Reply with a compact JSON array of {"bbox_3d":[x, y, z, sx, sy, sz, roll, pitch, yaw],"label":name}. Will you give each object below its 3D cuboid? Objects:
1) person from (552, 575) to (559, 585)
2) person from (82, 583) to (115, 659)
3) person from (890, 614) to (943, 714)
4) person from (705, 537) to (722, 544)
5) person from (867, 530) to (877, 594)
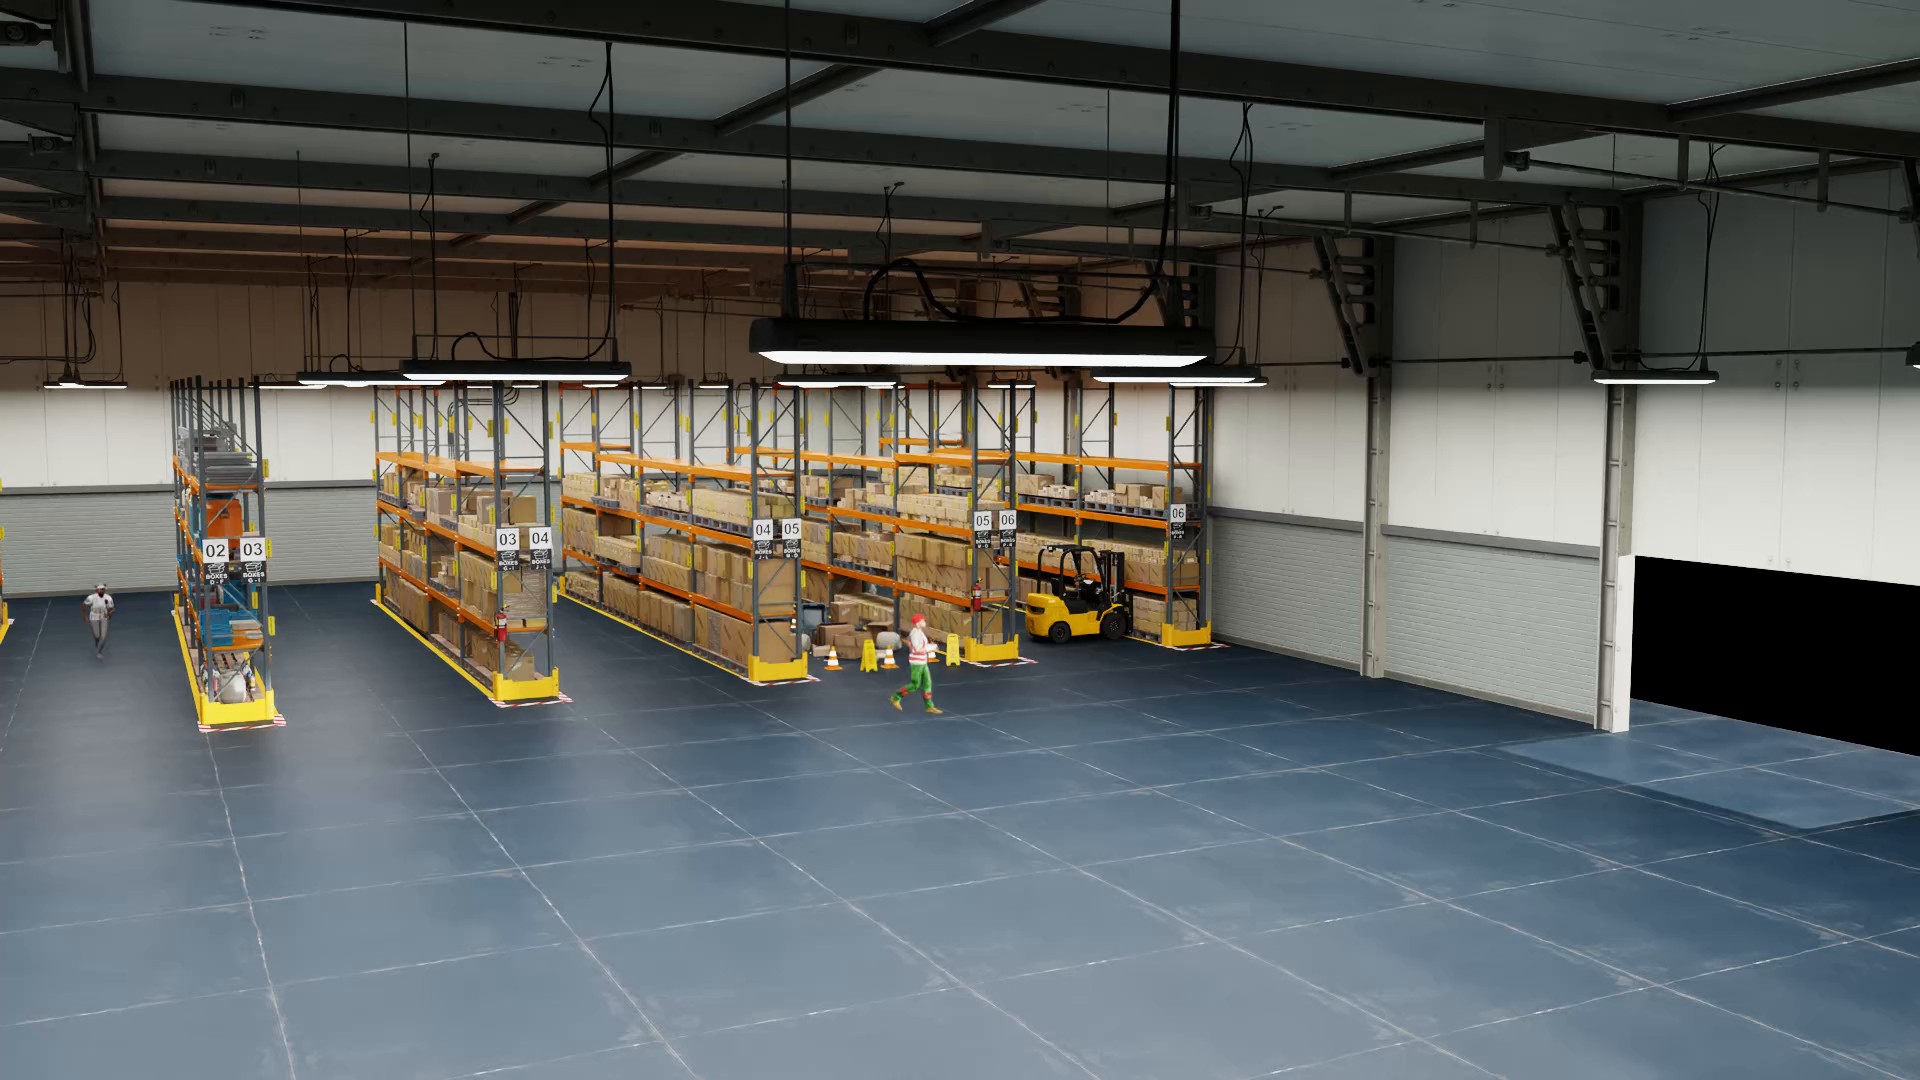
[{"bbox_3d":[-11.944,0.669,48.111,0.830,1.570,0.573,-4,7,-40],"label":"person"},{"bbox_3d":[-18.547,1.738,35.825,0.615,1.645,0.642,-3,6,-32],"label":"person"},{"bbox_3d":[-0.777,2.188,29.483,0.941,1.774,0.665,1,5,9],"label":"person"},{"bbox_3d":[-7.626,0.342,50.630,0.578,1.744,0.659,-3,6,-33],"label":"person"},{"bbox_3d":[-2.411,0.596,44.785,0.707,1.757,0.534,-2,6,-25],"label":"person"}]
